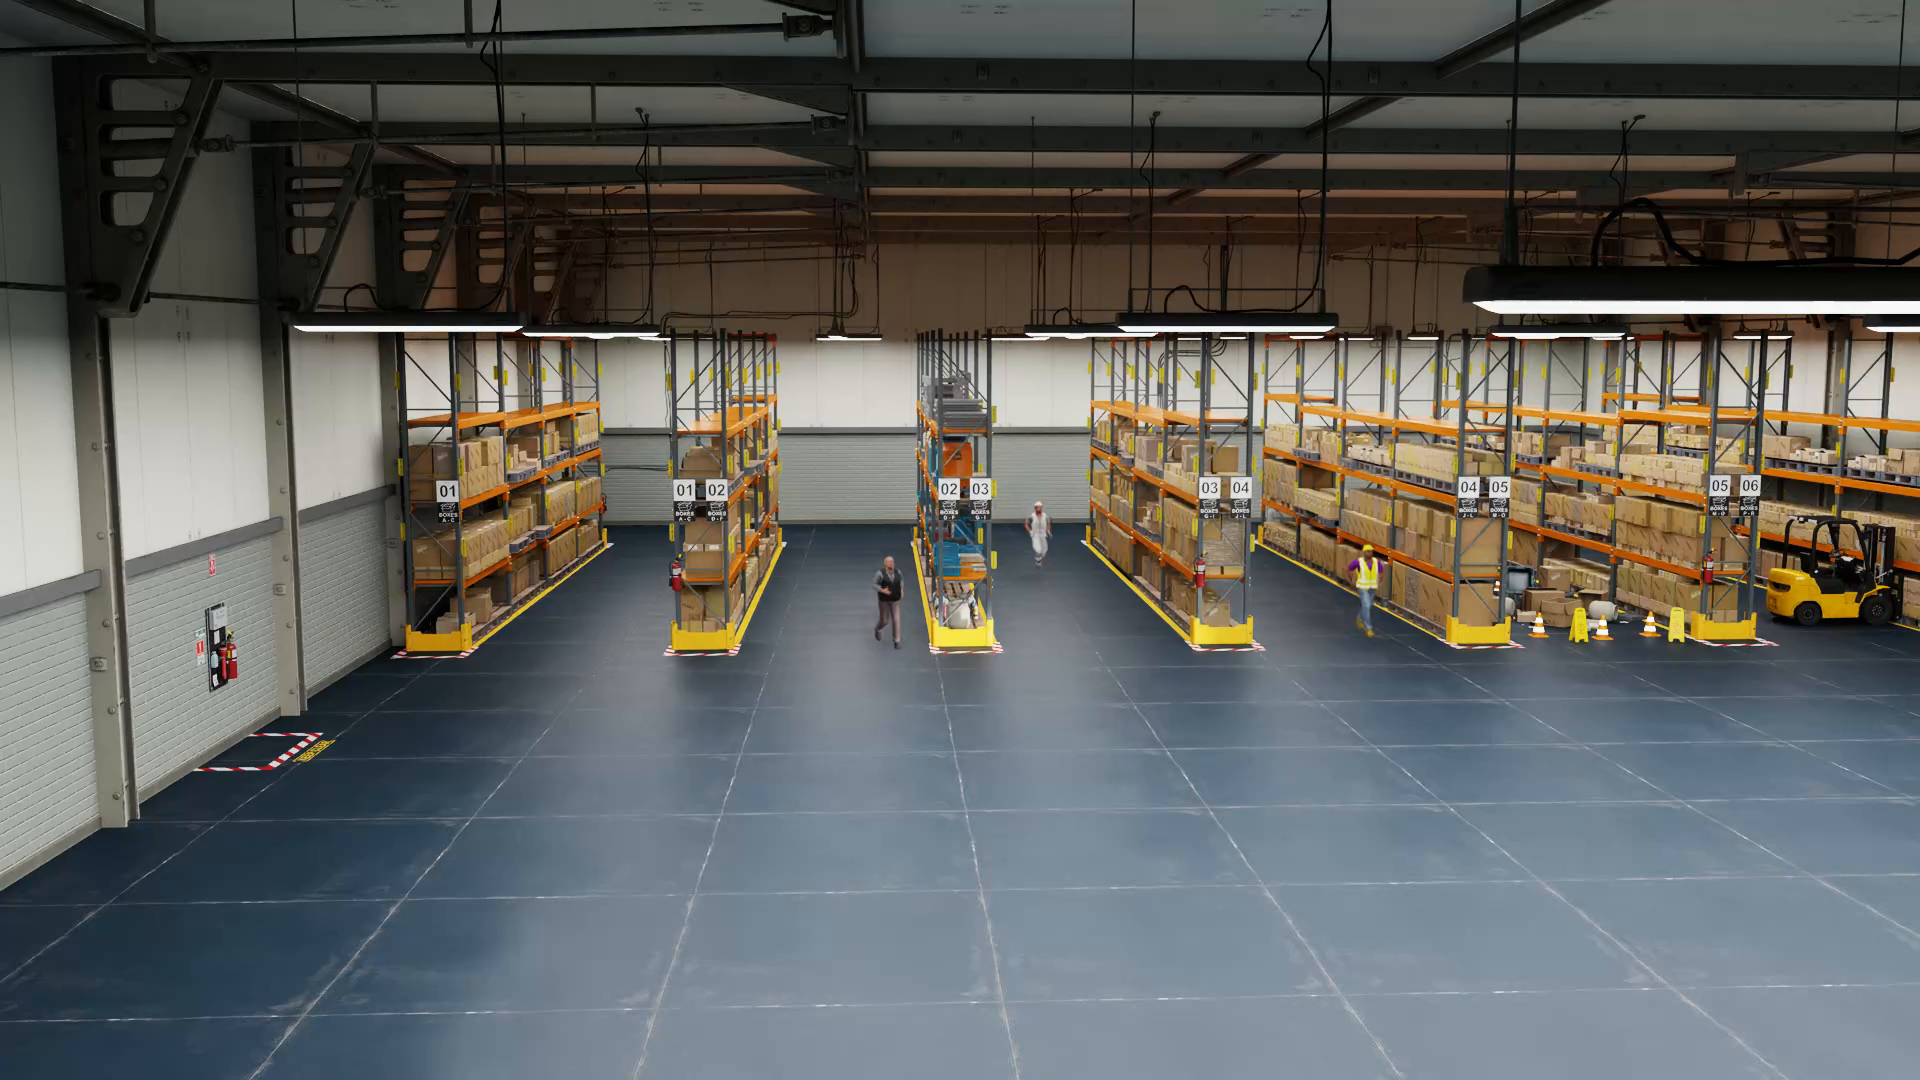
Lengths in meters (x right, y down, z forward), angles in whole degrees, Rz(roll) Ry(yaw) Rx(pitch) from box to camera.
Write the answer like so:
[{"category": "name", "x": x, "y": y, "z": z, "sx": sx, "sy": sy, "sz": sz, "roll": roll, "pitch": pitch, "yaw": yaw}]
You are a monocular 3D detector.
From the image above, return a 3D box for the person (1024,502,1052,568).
[{"category": "person", "x": 1.905, "y": -0.129, "z": 40.521, "sx": 0.656, "sy": 1.612, "sz": 0.707, "roll": -1, "pitch": 7, "yaw": -10}]

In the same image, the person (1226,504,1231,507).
[{"category": "person", "x": 7.514, "y": -0.659, "z": 47.212, "sx": 0.580, "sy": 1.725, "sz": 0.730, "roll": 1, "pitch": 7, "yaw": 10}]

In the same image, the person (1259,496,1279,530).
[{"category": "person", "x": 9.211, "y": -0.970, "z": 49.209, "sx": 0.987, "sy": 1.784, "sz": 0.663, "roll": -4, "pitch": 8, "yaw": -28}]

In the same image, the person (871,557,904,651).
[{"category": "person", "x": -1.344, "y": 1.173, "z": 31.494, "sx": 0.698, "sy": 1.738, "sz": 0.938, "roll": -3, "pitch": 7, "yaw": -21}]

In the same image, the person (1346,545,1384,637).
[{"category": "person", "x": 8.053, "y": 0.966, "z": 32.925, "sx": 0.686, "sy": 1.775, "sz": 0.922, "roll": -2, "pitch": 7, "yaw": -14}]
